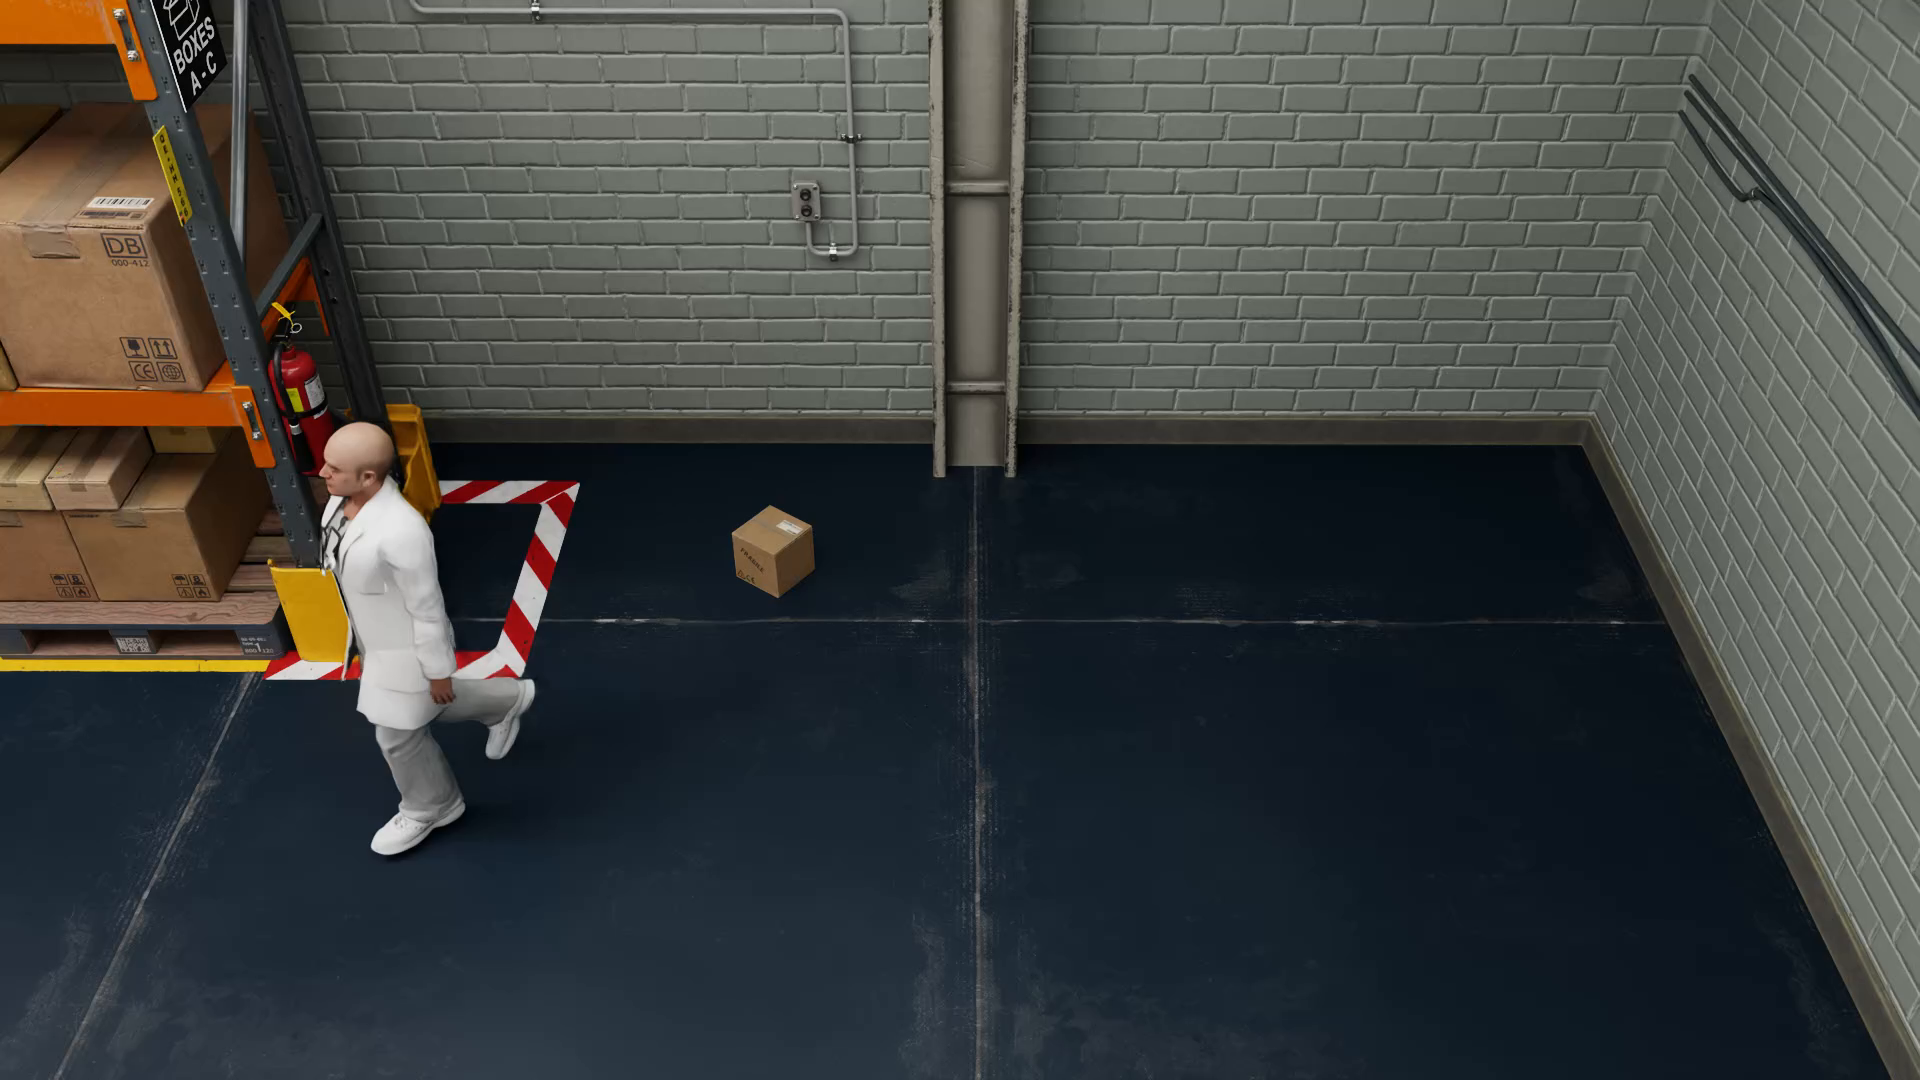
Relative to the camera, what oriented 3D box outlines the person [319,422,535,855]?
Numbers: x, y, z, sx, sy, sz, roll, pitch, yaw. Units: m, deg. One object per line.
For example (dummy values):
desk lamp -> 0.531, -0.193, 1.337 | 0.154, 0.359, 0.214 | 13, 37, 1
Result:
person -> -1.879, 0.306, 5.760 | 0.765, 1.756, 0.580 | -26, 46, -28
